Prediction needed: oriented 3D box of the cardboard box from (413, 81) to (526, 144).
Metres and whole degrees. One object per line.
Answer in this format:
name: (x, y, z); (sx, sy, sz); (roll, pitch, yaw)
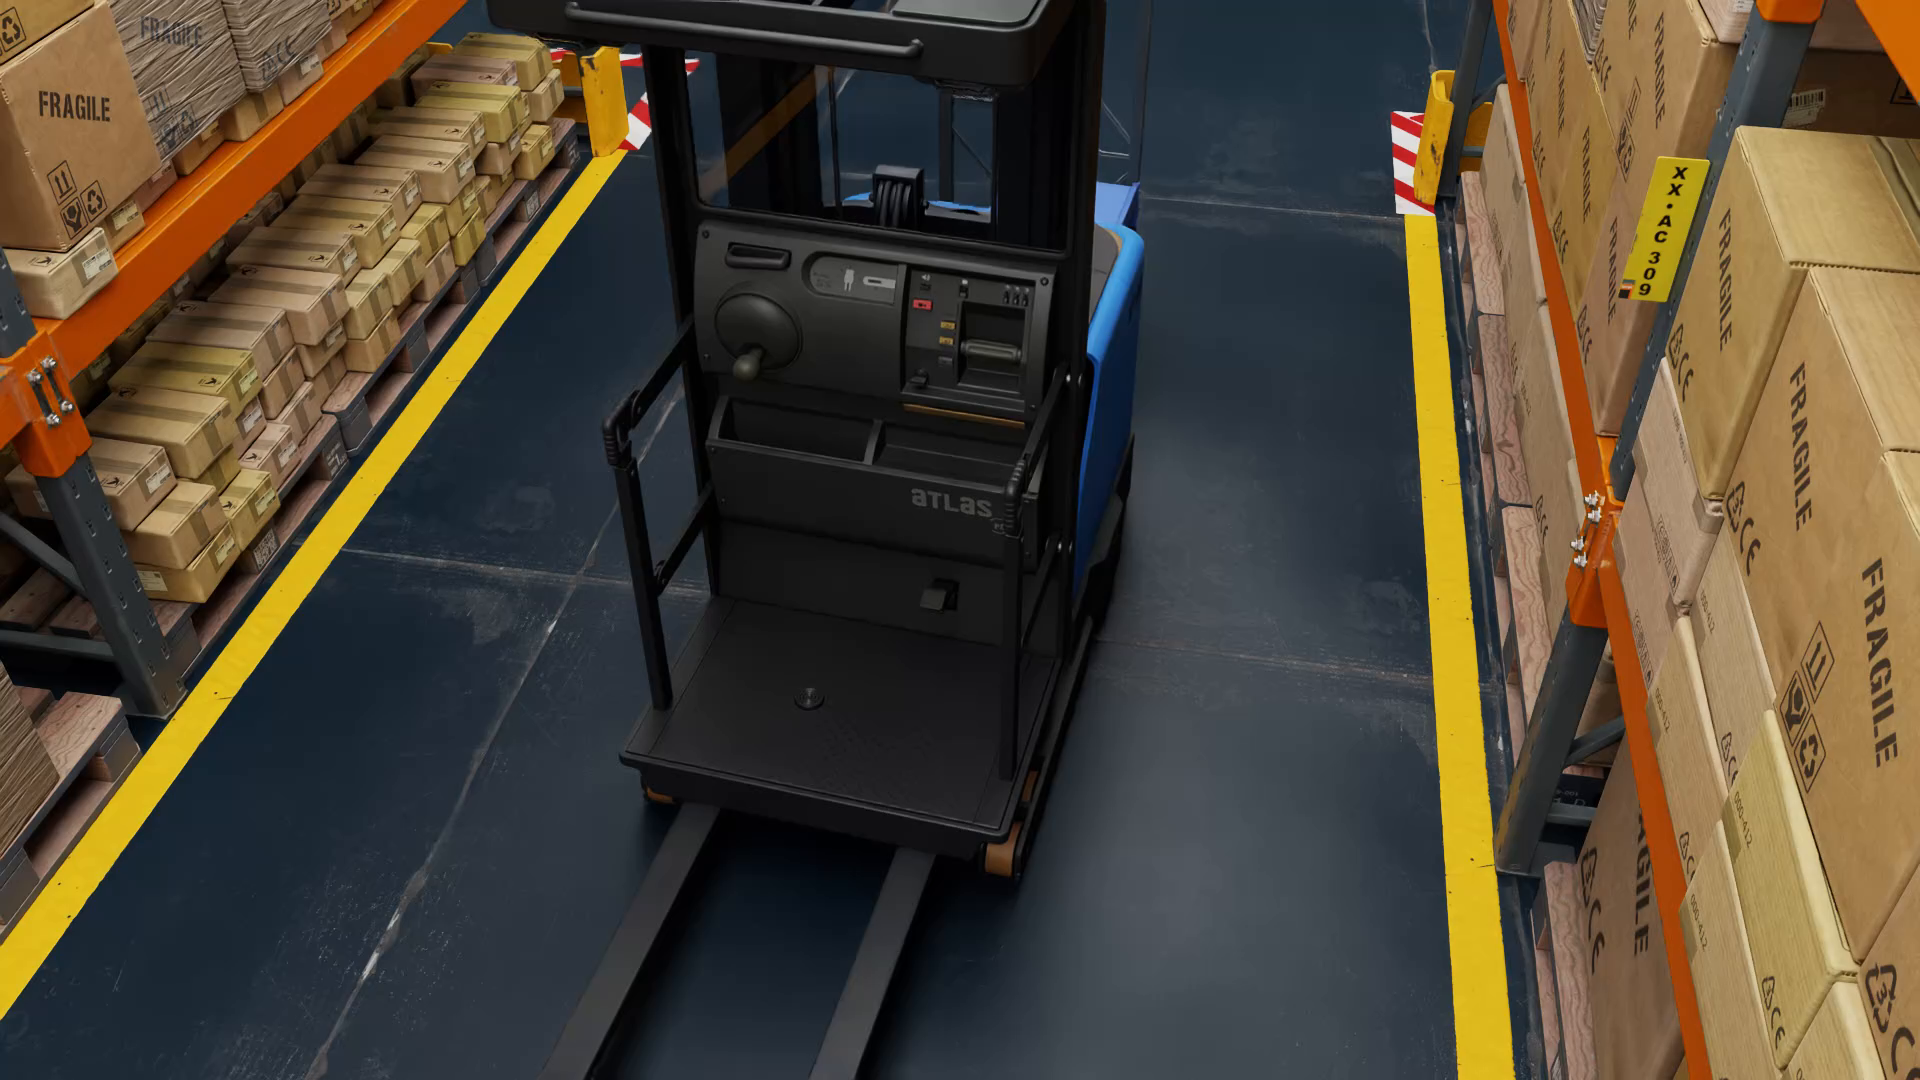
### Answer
cardboard box: (-2.070, -1.808, 7.024); (0.380, 0.149, 0.250); (6, 40, 7)

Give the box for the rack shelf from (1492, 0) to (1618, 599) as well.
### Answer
rack shelf: (2.339, -1.189, 5.399); (1.077, 0.370, 4.000); (6, 40, 8)

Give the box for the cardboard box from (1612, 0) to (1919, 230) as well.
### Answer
cardboard box: (1.802, -0.962, 3.696); (0.500, 0.500, 0.500); (6, 40, 7)

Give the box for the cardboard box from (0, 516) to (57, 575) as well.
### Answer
cardboard box: (-3.168, -0.040, 5.353); (0.380, 0.149, 0.250); (7, 40, 8)

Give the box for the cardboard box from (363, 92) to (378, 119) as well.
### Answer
cardboard box: (-2.732, -1.875, 7.104); (0.380, 0.149, 0.250); (6, 40, 8)

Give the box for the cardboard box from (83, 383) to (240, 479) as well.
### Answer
cardboard box: (-2.531, -0.346, 5.255); (0.380, 0.149, 0.250); (8, 40, 10)

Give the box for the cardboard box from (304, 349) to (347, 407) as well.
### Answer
cardboard box: (-2.476, -0.616, 6.049); (0.380, 0.149, 0.250); (5, 40, 6)

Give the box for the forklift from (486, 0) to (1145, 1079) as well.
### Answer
forklift: (-0.281, -0.475, 4.025); (1.130, 2.935, 3.031); (10, 41, 12)

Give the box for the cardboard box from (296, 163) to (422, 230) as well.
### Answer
cardboard box: (-2.324, -1.325, 6.439); (0.380, 0.149, 0.250); (5, 40, 6)

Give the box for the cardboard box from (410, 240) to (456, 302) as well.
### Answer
cardboard box: (-2.248, -1.092, 6.625); (0.380, 0.149, 0.250); (7, 40, 9)

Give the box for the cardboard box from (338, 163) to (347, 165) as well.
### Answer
cardboard box: (-2.713, -1.426, 6.795); (0.380, 0.149, 0.250); (5, 40, 6)

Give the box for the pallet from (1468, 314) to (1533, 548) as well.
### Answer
pallet: (2.410, -0.373, 6.035); (1.003, 0.211, 1.213); (6, 40, 8)

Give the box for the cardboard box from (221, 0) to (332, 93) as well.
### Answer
cardboard box: (-2.365, -1.753, 5.205); (0.500, 0.500, 0.500); (6, 40, 7)

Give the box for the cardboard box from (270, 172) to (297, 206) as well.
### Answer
cardboard box: (-2.842, -1.377, 6.502); (0.380, 0.149, 0.250); (7, 40, 8)

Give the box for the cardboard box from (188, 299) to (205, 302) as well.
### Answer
cardboard box: (-2.930, -0.754, 5.982); (0.380, 0.149, 0.250); (7, 40, 9)

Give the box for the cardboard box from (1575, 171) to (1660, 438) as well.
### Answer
cardboard box: (1.821, -0.569, 4.006); (0.500, 0.500, 0.500); (7, 40, 8)

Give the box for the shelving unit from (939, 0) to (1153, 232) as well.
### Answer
shelving unit: (0.312, -1.177, 5.997); (0.538, 1.500, 1.048); (10, 41, 12)

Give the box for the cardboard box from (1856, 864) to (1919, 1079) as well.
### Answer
cardboard box: (1.400, 0.571, 1.842); (0.500, 0.500, 0.500); (6, 40, 7)

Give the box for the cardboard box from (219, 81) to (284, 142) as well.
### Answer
cardboard box: (-2.402, -1.403, 5.290); (0.380, 0.149, 0.250); (7, 40, 8)

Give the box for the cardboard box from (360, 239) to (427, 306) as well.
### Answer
cardboard box: (-2.266, -1.031, 6.318); (0.380, 0.149, 0.250); (7, 40, 8)

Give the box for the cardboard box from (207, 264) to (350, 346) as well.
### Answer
cardboard box: (-2.388, -0.827, 5.837); (0.380, 0.149, 0.250); (7, 40, 9)

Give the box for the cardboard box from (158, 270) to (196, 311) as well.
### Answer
cardboard box: (-2.976, -0.894, 5.918); (0.380, 0.149, 0.250); (5, 40, 6)

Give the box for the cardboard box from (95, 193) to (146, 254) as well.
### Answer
cardboard box: (-2.557, -0.909, 4.692); (0.380, 0.149, 0.250); (7, 40, 9)

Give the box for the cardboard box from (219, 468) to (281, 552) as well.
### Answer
cardboard box: (-2.475, -0.117, 5.445); (0.380, 0.149, 0.250); (8, 40, 9)

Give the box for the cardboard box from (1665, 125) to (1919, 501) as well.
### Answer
cardboard box: (1.633, -0.391, 3.005); (0.500, 0.500, 0.500); (7, 40, 8)

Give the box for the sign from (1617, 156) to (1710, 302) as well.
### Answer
sign: (1.446, -0.636, 3.423); (0.100, 0.325, 0.005); (6, 40, 8)

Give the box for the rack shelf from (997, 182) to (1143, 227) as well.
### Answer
rack shelf: (0.312, -1.038, 6.111); (0.538, 0.185, 1.000); (10, 41, 12)

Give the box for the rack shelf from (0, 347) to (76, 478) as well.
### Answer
rack shelf: (-3.246, 0.839, 2.946); (1.077, 0.370, 4.000); (6, 40, 8)

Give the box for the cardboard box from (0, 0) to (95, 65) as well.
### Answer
cardboard box: (-2.582, -1.488, 4.100); (0.500, 0.500, 0.500); (7, 40, 9)

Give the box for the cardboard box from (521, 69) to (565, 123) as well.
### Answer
cardboard box: (-2.018, -2.019, 7.512); (0.380, 0.149, 0.250); (5, 40, 6)

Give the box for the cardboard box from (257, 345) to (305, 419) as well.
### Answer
cardboard box: (-2.511, -0.558, 5.745); (0.380, 0.149, 0.250); (4, 40, 5)

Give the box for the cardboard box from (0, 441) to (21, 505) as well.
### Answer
cardboard box: (-3.095, -0.238, 5.125); (0.380, 0.149, 0.250); (7, 40, 9)

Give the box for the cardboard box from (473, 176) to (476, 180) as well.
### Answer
cardboard box: (-2.254, -1.535, 6.927); (0.380, 0.149, 0.250); (6, 40, 7)

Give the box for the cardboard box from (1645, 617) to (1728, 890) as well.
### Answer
cardboard box: (1.568, 0.419, 3.007); (0.500, 0.250, 0.500); (5, 40, 7)

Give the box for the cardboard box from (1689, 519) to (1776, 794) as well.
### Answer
cardboard box: (1.576, 0.229, 2.844); (0.500, 0.250, 0.500); (7, 40, 8)

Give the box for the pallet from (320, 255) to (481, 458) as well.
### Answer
pallet: (-2.610, -0.812, 6.567); (1.003, 0.211, 1.213); (6, 40, 8)

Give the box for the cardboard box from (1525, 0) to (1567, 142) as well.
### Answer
cardboard box: (2.083, -1.536, 5.176); (0.500, 0.500, 0.500); (8, 40, 9)

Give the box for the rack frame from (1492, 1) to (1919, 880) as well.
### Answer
rack frame: (1.993, -0.211, 3.651); (1.000, 3.000, 0.127); (6, 40, 8)

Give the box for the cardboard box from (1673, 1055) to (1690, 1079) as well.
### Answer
cardboard box: (1.815, 1.412, 3.027); (0.875, 0.875, 0.875); (7, 40, 9)

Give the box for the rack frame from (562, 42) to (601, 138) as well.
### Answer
rack frame: (-2.208, -3.204, 7.271); (1.000, 3.000, 0.127); (6, 40, 8)

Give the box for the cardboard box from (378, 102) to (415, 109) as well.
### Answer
cardboard box: (-2.655, -1.916, 7.387); (0.380, 0.149, 0.250); (6, 40, 7)

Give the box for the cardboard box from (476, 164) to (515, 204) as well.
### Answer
cardboard box: (-2.169, -1.585, 7.221); (0.380, 0.149, 0.250); (6, 40, 7)

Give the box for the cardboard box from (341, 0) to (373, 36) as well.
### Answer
cardboard box: (-2.326, -1.904, 5.896); (0.380, 0.149, 0.250); (7, 40, 8)

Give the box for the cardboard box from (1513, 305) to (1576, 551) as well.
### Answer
cardboard box: (2.361, -0.330, 5.476); (0.875, 0.438, 0.875); (5, 40, 6)

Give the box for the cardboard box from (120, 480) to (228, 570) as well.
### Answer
cardboard box: (-2.522, -0.064, 5.147); (0.380, 0.149, 0.250); (8, 40, 10)
